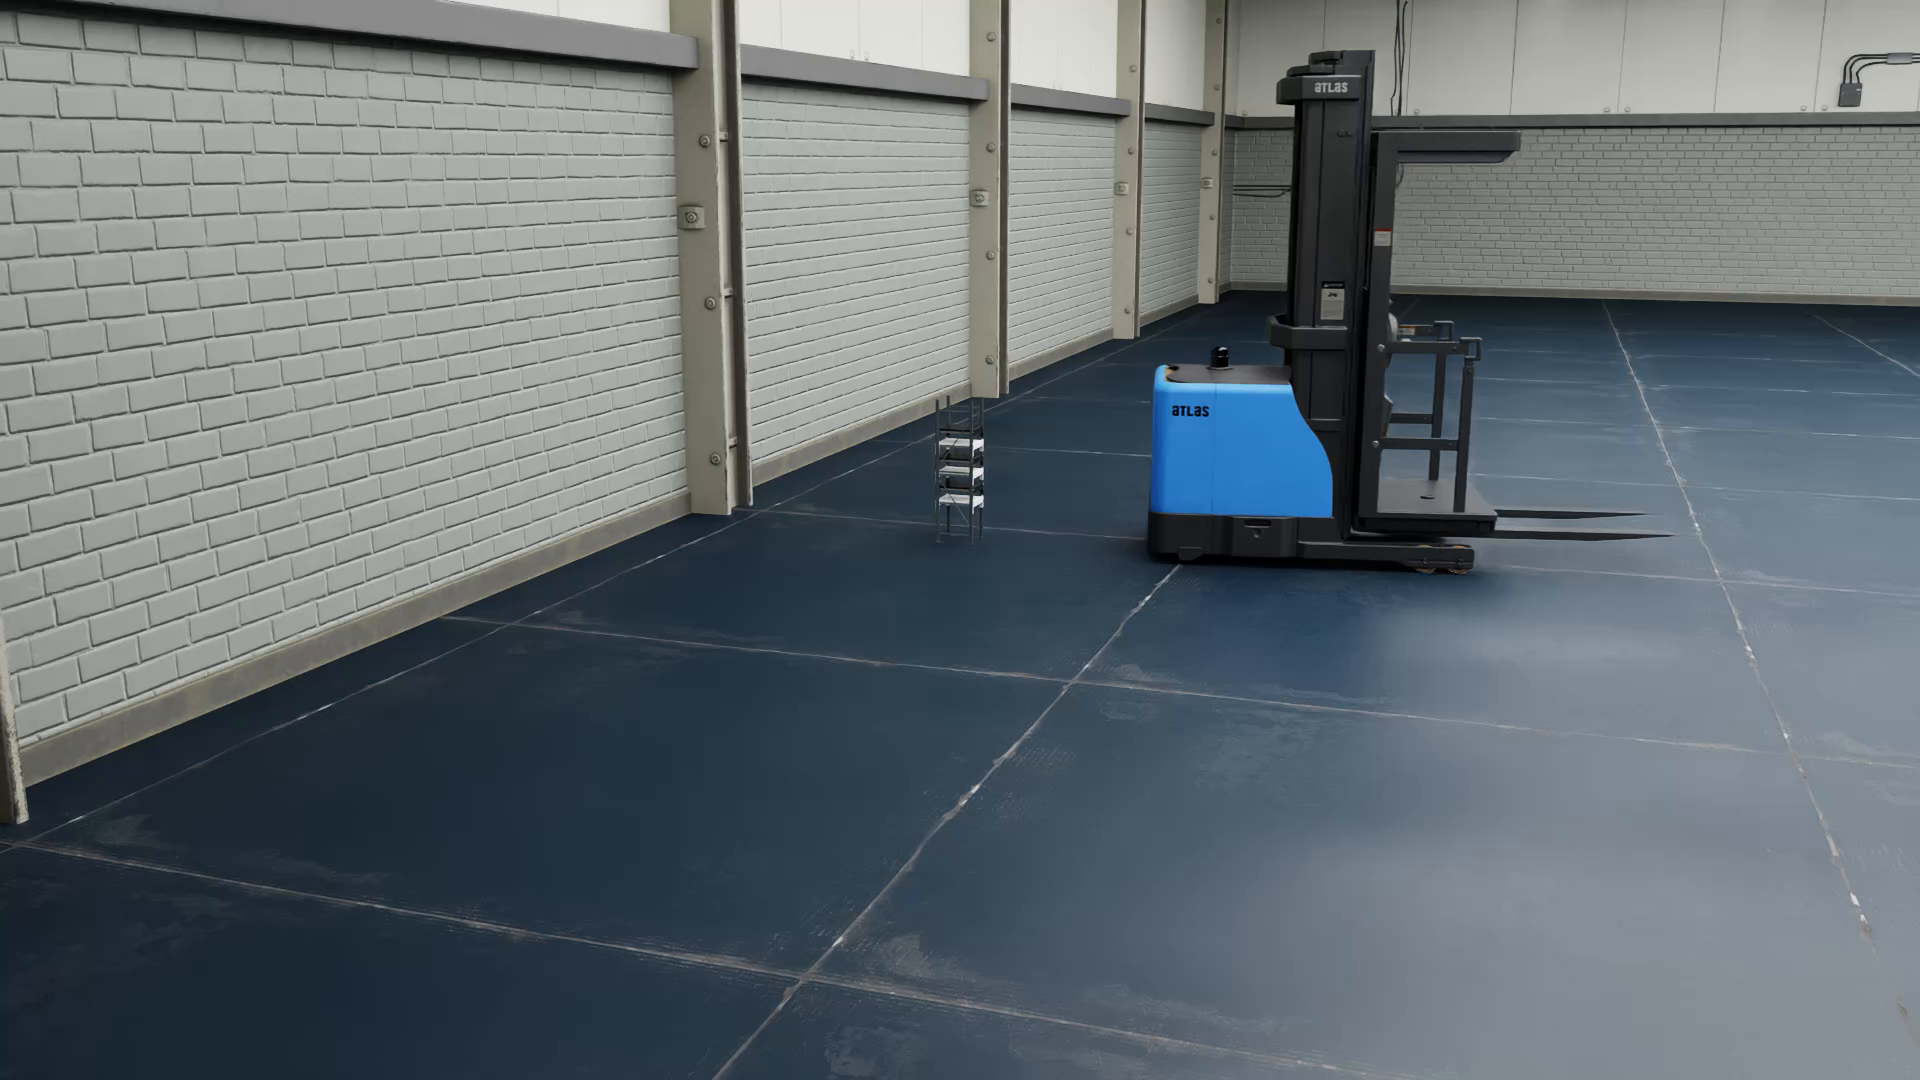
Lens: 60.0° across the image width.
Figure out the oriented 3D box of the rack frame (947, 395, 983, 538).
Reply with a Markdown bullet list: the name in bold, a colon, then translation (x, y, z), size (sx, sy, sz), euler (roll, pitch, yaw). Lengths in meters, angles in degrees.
- **rack frame**: translation (0.030, -0.458, 10.474), size (0.240, 0.900, 0.006), euler (4, 14, 18)

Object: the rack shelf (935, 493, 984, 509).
- **rack shelf**: translation (-0.003, -0.229, 10.428), size (0.258, 0.077, 0.200), euler (4, 14, 18)

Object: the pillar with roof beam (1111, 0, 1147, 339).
- **pillar with roof beam**: translation (6.308, -6.823, 20.158), size (9.100, 9.000, 0.400), euler (4, 14, 18)

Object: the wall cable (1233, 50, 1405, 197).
- **wall cable**: translation (6.380, -7.407, 29.697), size (3.097, 2.526, 0.112), euler (4, 14, 18)

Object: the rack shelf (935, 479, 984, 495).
- **rack shelf**: translation (-0.003, -0.317, 10.408), size (0.258, 0.077, 0.200), euler (4, 14, 18)

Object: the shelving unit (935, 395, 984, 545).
- **shelving unit**: translation (-0.003, -0.437, 10.380), size (0.258, 0.900, 0.210), euler (4, 14, 18)

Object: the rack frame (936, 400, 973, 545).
- **rack frame**: translation (-0.036, -0.416, 10.287), size (0.240, 0.900, 0.006), euler (4, 14, 18)

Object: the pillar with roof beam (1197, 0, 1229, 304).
- **pillar with roof beam**: translation (8.249, -8.086, 25.693), size (9.100, 9.000, 0.400), euler (4, 14, 18)

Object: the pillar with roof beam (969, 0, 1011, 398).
- **pillar with roof beam**: translation (4.366, -5.559, 14.623), size (9.100, 9.000, 0.400), euler (4, 14, 18)

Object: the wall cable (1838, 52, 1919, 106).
- **wall cable**: translation (15.358, -9.892, 25.963), size (2.305, 6.003, 0.169), euler (4, 14, 18)

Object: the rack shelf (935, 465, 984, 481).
- **rack shelf**: translation (-0.003, -0.405, 10.388), size (0.258, 0.077, 0.200), euler (4, 14, 18)

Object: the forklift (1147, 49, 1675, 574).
- **forklift**: translation (2.675, -1.357, 9.845), size (3.031, 2.935, 1.130), euler (2, 13, 7)

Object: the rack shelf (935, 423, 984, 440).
- **rack shelf**: translation (-0.003, -0.668, 10.328), size (0.258, 0.077, 0.200), euler (4, 14, 18)

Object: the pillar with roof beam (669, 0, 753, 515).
- **pillar with roof beam**: translation (2.425, -4.296, 9.088), size (9.100, 9.000, 0.400), euler (4, 14, 18)

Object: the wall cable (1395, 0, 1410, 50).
- **wall cable**: translation (8.940, -9.675, 28.281), size (3.097, 2.526, 0.112), euler (4, 14, 18)

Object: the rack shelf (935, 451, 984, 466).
- **rack shelf**: translation (-0.003, -0.492, 10.368), size (0.258, 0.077, 0.200), euler (4, 14, 18)

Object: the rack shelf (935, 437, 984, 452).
- **rack shelf**: translation (-0.003, -0.580, 10.348), size (0.258, 0.077, 0.200), euler (4, 14, 18)
